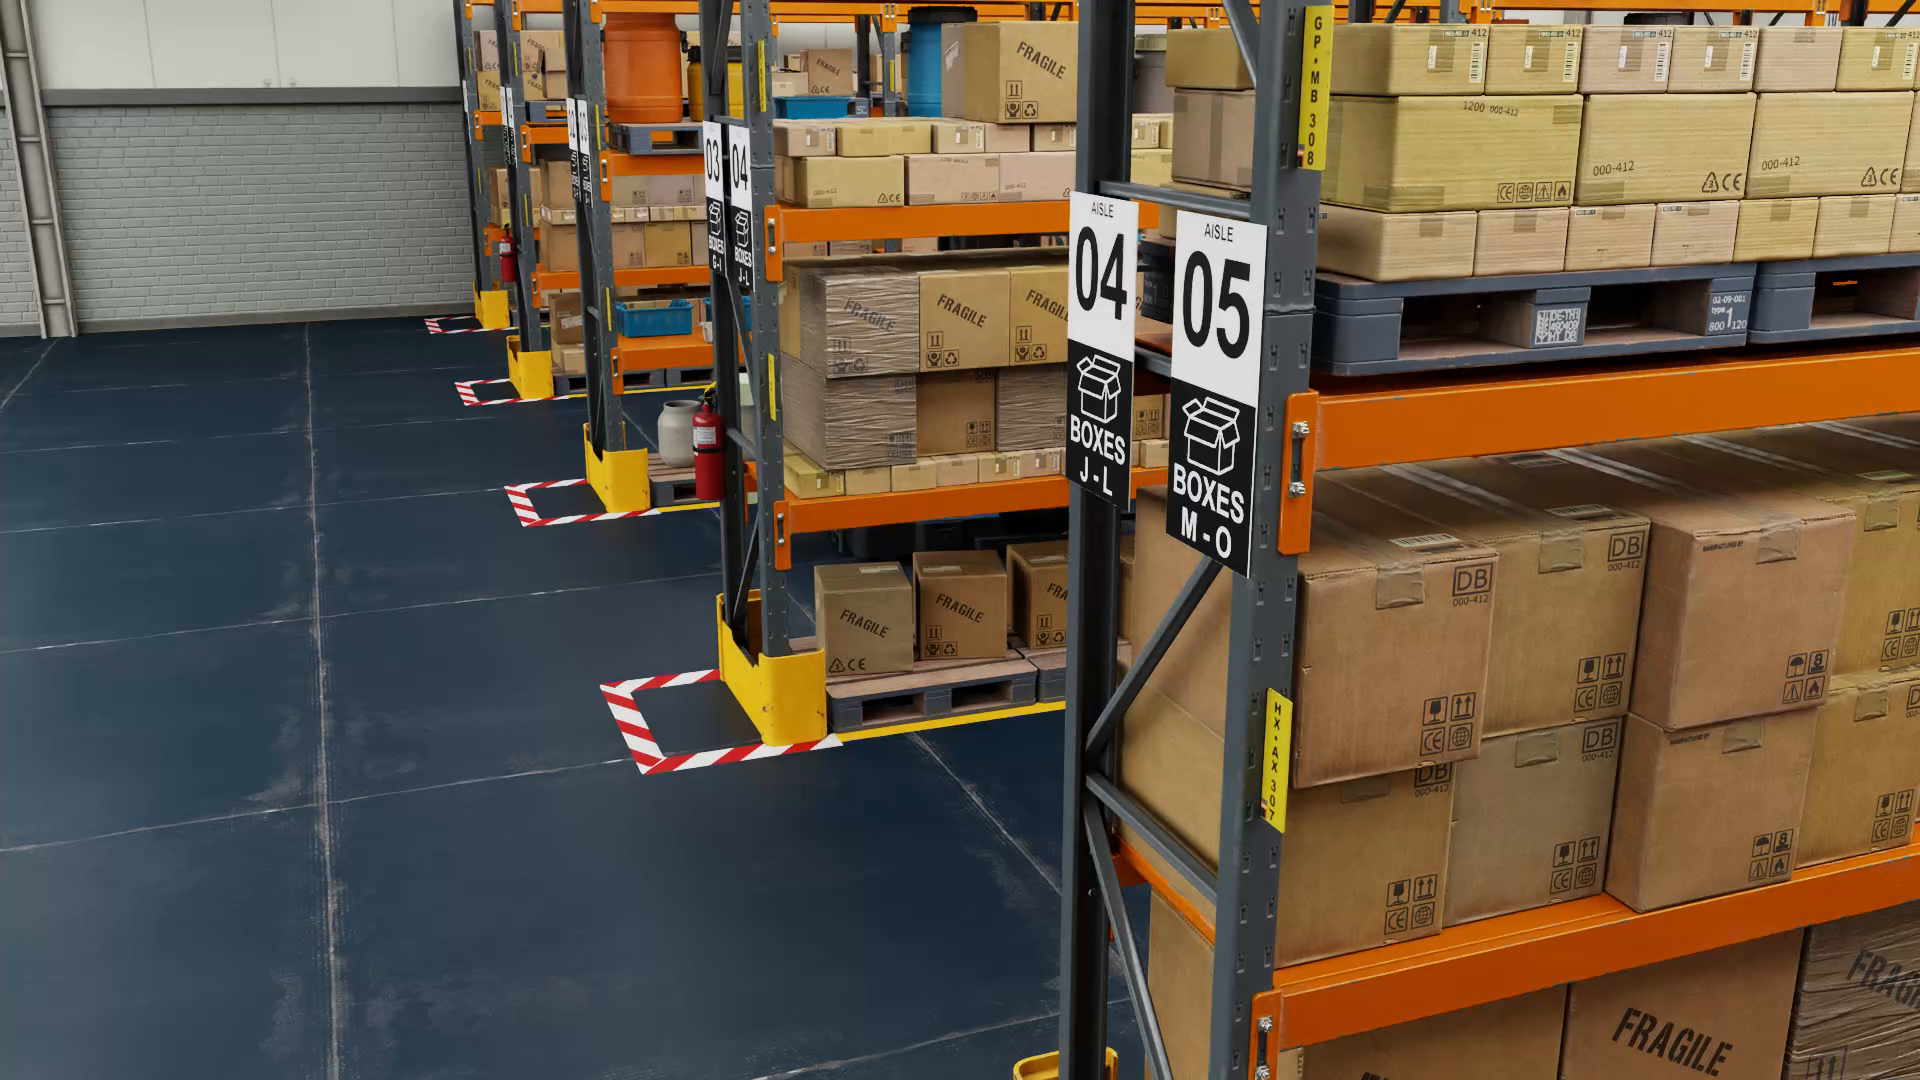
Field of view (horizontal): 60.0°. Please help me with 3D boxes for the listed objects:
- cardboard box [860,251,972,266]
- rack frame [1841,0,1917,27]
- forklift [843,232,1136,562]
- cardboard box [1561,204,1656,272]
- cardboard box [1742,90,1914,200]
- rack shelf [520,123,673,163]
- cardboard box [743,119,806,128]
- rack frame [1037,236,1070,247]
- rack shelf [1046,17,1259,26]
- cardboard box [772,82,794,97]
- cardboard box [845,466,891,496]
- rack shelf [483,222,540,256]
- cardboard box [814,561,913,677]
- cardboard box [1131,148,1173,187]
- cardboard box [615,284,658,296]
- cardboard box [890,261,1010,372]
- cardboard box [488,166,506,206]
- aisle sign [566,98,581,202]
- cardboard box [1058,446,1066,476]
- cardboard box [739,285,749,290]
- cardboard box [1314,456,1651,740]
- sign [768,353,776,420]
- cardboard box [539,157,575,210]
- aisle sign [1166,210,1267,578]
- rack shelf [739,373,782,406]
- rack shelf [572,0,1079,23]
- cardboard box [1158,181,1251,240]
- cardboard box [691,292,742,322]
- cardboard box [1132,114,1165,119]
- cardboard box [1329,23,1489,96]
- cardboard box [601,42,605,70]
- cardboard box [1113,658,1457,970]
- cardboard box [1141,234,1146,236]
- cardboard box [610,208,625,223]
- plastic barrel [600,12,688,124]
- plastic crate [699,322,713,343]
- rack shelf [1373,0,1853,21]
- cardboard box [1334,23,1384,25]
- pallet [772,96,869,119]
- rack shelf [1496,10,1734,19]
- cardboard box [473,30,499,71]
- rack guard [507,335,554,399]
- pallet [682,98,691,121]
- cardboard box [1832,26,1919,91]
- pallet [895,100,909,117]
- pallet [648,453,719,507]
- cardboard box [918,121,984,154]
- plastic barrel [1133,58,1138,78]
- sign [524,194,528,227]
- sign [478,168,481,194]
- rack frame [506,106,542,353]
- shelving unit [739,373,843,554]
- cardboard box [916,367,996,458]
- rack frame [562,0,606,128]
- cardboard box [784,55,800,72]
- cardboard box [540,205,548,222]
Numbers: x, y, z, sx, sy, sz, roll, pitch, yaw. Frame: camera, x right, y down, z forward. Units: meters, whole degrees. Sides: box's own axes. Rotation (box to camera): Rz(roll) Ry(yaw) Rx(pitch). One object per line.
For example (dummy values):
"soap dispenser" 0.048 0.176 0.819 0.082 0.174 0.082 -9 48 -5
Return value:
"cardboard box" -0.250 -1.340 9.357 0.500 0.500 0.500 -6 17 -20
"rack frame" 6.330 -4.182 10.868 0.127 3.000 1.000 -6 17 -20
"forklift" 0.612 -1.446 12.320 3.031 2.935 1.130 -4 17 -12
"cardboard box" 1.447 -0.751 4.032 0.250 0.149 0.380 -6 17 -20
"cardboard box" 2.027 -1.025 4.256 0.500 0.250 0.500 -6 18 -21
"rack shelf" -2.814 -4.399 18.209 4.000 0.370 1.077 -6 17 -20
"cardboard box" -0.993 -2.166 8.884 0.250 0.149 0.380 -6 17 -20
"rack frame" 0.823 -2.203 14.777 0.127 3.000 1.000 -6 17 -20
"rack shelf" 2.880 -7.756 25.026 4.000 0.370 1.077 -6 17 -20
"cardboard box" -1.975 -4.901 18.092 0.250 0.149 0.380 -6 17 -20
"cardboard box" -0.548 -0.362 8.955 0.250 0.149 0.380 -6 17 -20
"rack shelf" -4.590 -4.263 23.068 4.000 0.370 1.077 -6 17 -20
"cardboard box" -0.551 0.442 9.459 0.500 0.500 0.500 -3 17 -10
"cardboard box" 0.830 -2.001 9.031 0.500 0.250 0.500 -6 17 -18
"cardboard box" -4.544 -3.583 23.130 0.500 0.500 0.700 -7 18 -24
"cardboard box" -0.060 -1.200 8.880 0.500 0.500 0.500 -6 17 -20
"cardboard box" -6.093 -4.807 22.545 0.500 0.500 0.500 -6 18 -21
"aisle sign" -3.086 -3.118 13.279 0.004 0.787 0.394 -6 17 -20
"cardboard box" 0.647 -0.468 9.314 0.250 0.149 0.380 -6 17 -20
"cardboard box" -2.425 -2.684 19.217 0.500 0.500 0.500 -6 17 -20
"cardboard box" 1.381 0.121 4.679 0.550 0.550 0.875 -6 17 -20
"sign" -0.946 -0.769 8.358 0.005 0.325 0.100 -6 17 -20
"cardboard box" -4.192 -3.823 17.814 0.500 0.500 0.700 -6 17 -20
"aisle sign" 0.581 -0.343 3.828 0.004 0.787 0.394 -6 17 -20
"rack shelf" -1.275 -1.027 12.047 0.720 0.370 0.431 -4 17 -13
"rack shelf" -1.045 -4.343 13.403 4.000 0.370 1.077 -6 17 -20
"cardboard box" 0.729 -0.873 4.445 0.250 0.149 0.380 -6 17 -20
"cardboard box" -2.699 -2.492 18.563 0.500 0.500 0.500 -6 17 -20
"cardboard box" 0.977 -2.366 9.565 0.250 0.149 0.380 -7 18 -21
"cardboard box" 0.966 -1.082 3.744 0.250 0.149 0.380 -6 17 -19
"cardboard box" -4.702 -6.646 22.595 0.500 0.500 0.500 -6 17 -20
"cardboard box" 0.870 0.697 4.635 0.550 0.550 0.875 -6 17 -20
"cardboard box" 2.048 -3.626 20.069 0.250 0.149 0.380 -6 17 -20
"cardboard box" -3.759 -3.498 17.857 0.250 0.149 0.380 -6 17 -20
"plastic barrel" -2.504 -3.729 13.142 0.708 0.830 0.600 -6 17 -20
"plastic crate" -1.962 -1.679 13.460 0.250 0.136 0.298 -6 17 -20
"rack shelf" 4.462 -3.443 10.339 4.000 0.370 1.077 -6 17 -20
"cardboard box" 2.266 -2.657 9.408 0.500 0.500 0.500 -7 18 -22
"pallet" -1.734 -4.811 18.491 1.213 0.211 1.003 -6 17 -20
"rack shelf" 8.392 -7.047 21.907 4.000 0.370 1.077 -6 17 -20
"cardboard box" -6.011 -6.358 21.615 0.500 0.500 0.500 -8 18 -24
"rack guard" -4.704 -1.902 18.187 0.348 0.500 1.175 -6 17 -20
"pallet" -2.871 -4.689 18.075 1.213 0.211 1.003 -6 17 -20
"cardboard box" 2.153 -1.210 4.180 0.250 0.149 0.380 -6 18 -21
"pallet" -0.127 -4.947 19.135 1.217 0.209 0.805 -7 18 -22
"pallet" -2.098 -0.563 14.139 1.213 0.211 1.003 -6 17 -20
"cardboard box" -0.052 -2.090 8.625 0.250 0.149 0.380 -5 17 -18
"plastic barrel" 1.220 -3.991 14.653 0.708 0.901 0.600 -6 17 -20
"sign" -4.488 -3.410 17.211 0.005 0.325 0.100 -6 17 -20
"sign" -6.263 -4.679 21.672 0.005 0.325 0.100 -6 17 -20
"rack frame" -4.681 -3.104 17.843 0.127 3.000 1.000 -6 17 -20
"shelving unit" -1.275 -0.652 12.157 0.755 1.500 0.431 -4 17 -13
"cardboard box" -0.193 -0.818 9.354 0.500 0.500 0.875 -6 17 -20
"rack frame" -2.913 -4.678 12.559 0.127 3.000 1.000 -6 17 -20
"cardboard box" -2.183 -6.533 23.274 0.500 0.500 0.500 -4 17 -12
"cardboard box" -4.393 -3.551 18.040 0.250 0.149 0.380 -6 18 -21
